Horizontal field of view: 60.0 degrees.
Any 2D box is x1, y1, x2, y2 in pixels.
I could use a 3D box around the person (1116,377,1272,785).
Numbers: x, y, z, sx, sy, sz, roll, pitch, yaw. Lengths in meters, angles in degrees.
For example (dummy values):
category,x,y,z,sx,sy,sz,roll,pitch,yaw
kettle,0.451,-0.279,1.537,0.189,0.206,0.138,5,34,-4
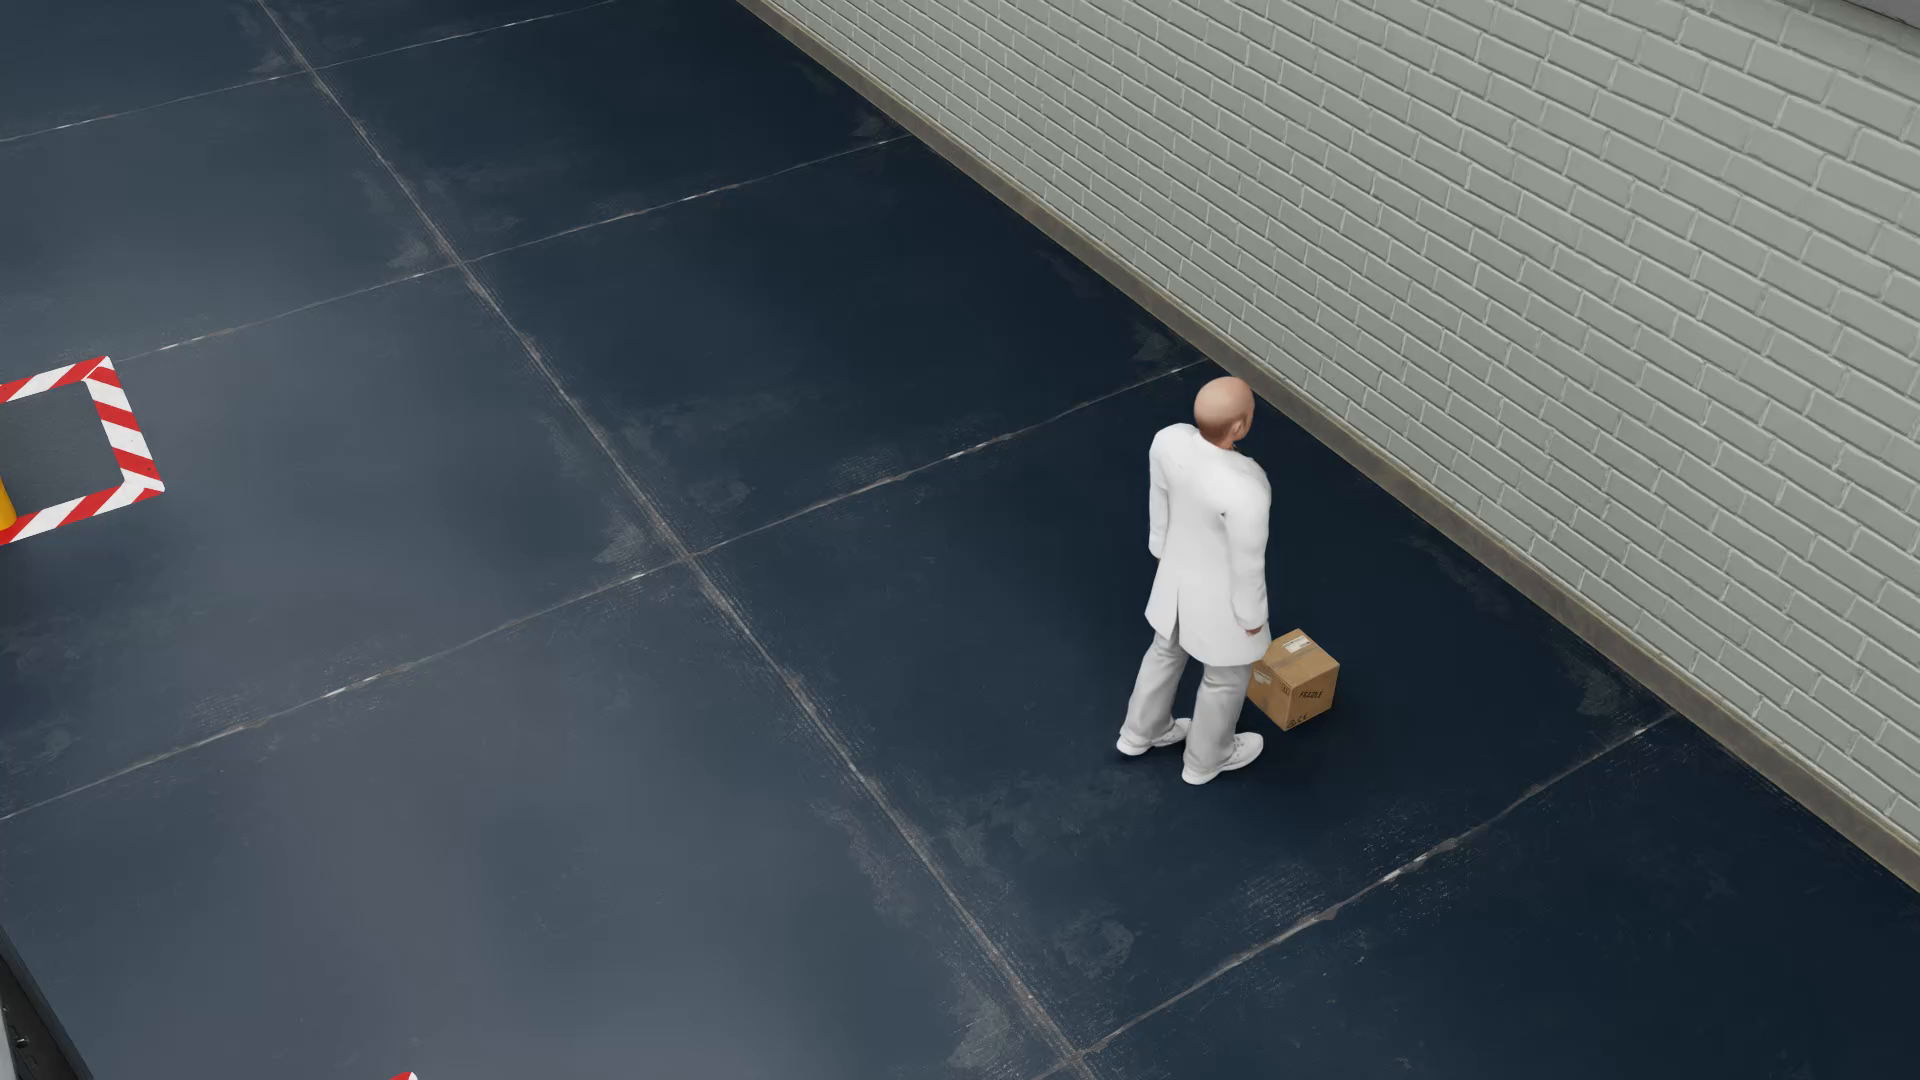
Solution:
category,x,y,z,sx,sy,sz,roll,pitch,yaw
person,0.900,0.164,5.997,0.519,1.811,0.574,-22,45,-24
